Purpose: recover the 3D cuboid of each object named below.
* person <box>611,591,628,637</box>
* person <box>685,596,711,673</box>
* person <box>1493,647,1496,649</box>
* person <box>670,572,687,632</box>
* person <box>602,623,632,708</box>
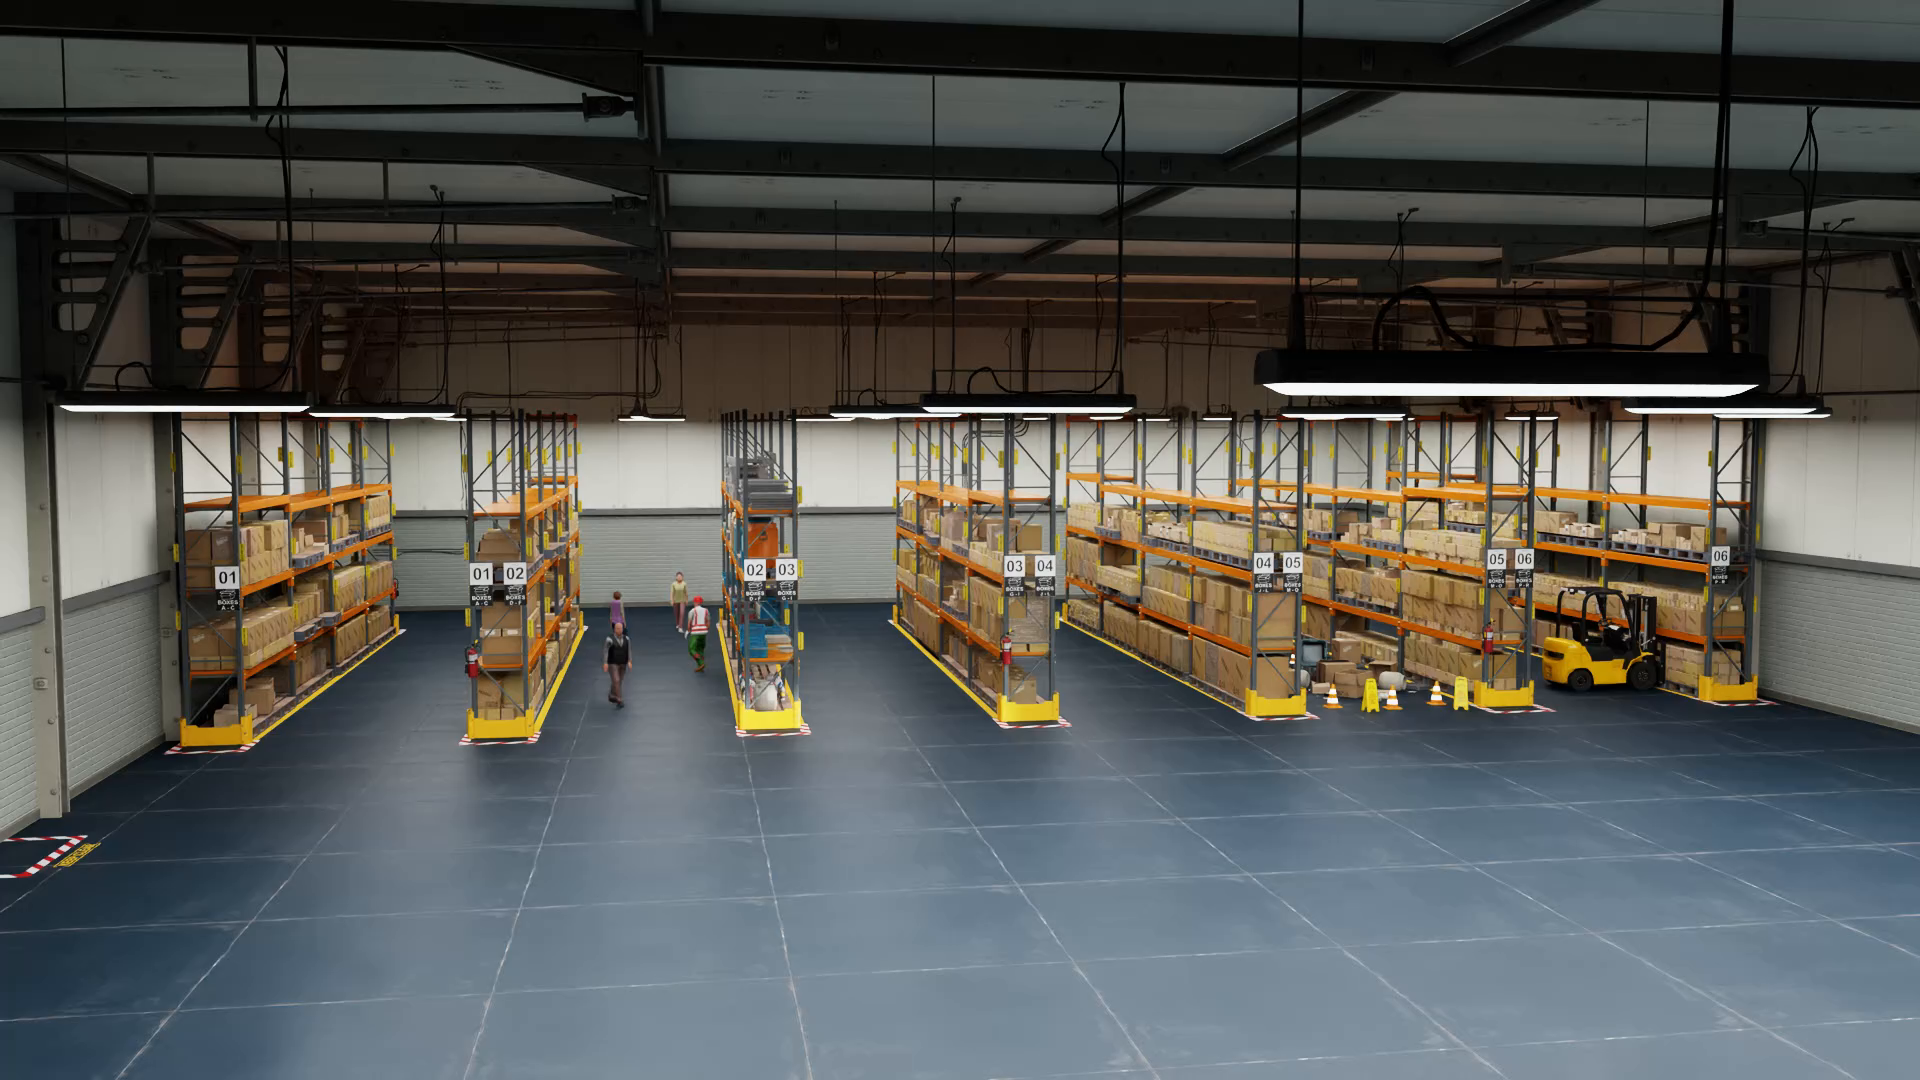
[{"bbox_3d":[-8.475,2.060,41.112,0.453,1.598,0.435,2,5,28],"label":"person"},{"bbox_3d":[-5.964,2.179,38.233,0.591,1.760,0.684,-3,5,-41],"label":"person"},{"bbox_3d":[12.383,2.143,39.056,0.578,1.723,0.565,-1,4,-8],"label":"person"},{"bbox_3d":[-7.777,1.696,45.867,0.430,1.607,1.072,0,4,-1],"label":"person"},{"bbox_3d":[-6.904,2.511,33.661,0.987,1.666,0.557,4,6,45],"label":"person"}]
